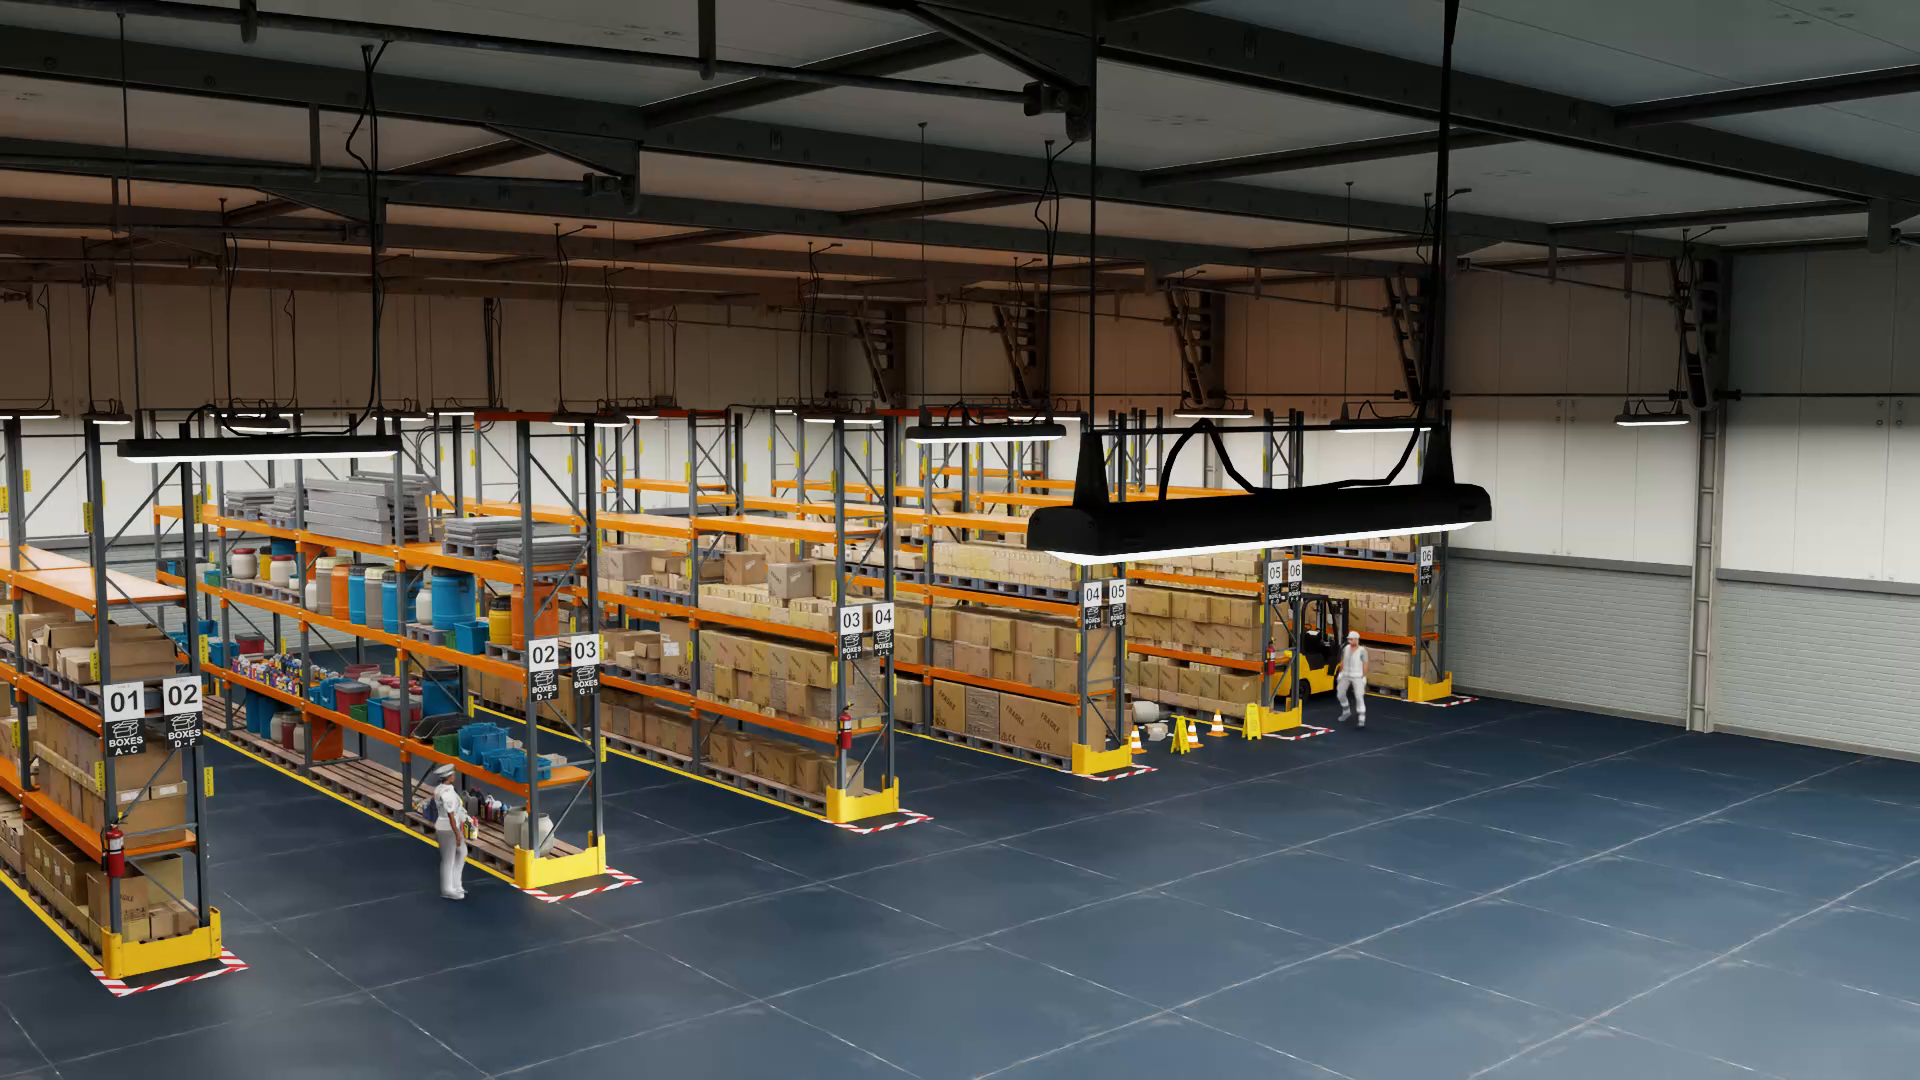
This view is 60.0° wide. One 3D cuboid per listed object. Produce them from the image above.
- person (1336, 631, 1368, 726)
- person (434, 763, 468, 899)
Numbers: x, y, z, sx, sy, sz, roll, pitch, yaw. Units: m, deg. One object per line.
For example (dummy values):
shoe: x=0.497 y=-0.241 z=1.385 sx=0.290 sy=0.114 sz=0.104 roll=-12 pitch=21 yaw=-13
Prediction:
person: x=7.512 y=2.627 z=31.802 sx=0.596 sy=1.789 sz=0.448 roll=4 pitch=6 yaw=37
person: x=-6.411 y=3.683 z=20.919 sx=0.377 sy=1.746 sz=0.467 roll=-1 pitch=5 yaw=-10
